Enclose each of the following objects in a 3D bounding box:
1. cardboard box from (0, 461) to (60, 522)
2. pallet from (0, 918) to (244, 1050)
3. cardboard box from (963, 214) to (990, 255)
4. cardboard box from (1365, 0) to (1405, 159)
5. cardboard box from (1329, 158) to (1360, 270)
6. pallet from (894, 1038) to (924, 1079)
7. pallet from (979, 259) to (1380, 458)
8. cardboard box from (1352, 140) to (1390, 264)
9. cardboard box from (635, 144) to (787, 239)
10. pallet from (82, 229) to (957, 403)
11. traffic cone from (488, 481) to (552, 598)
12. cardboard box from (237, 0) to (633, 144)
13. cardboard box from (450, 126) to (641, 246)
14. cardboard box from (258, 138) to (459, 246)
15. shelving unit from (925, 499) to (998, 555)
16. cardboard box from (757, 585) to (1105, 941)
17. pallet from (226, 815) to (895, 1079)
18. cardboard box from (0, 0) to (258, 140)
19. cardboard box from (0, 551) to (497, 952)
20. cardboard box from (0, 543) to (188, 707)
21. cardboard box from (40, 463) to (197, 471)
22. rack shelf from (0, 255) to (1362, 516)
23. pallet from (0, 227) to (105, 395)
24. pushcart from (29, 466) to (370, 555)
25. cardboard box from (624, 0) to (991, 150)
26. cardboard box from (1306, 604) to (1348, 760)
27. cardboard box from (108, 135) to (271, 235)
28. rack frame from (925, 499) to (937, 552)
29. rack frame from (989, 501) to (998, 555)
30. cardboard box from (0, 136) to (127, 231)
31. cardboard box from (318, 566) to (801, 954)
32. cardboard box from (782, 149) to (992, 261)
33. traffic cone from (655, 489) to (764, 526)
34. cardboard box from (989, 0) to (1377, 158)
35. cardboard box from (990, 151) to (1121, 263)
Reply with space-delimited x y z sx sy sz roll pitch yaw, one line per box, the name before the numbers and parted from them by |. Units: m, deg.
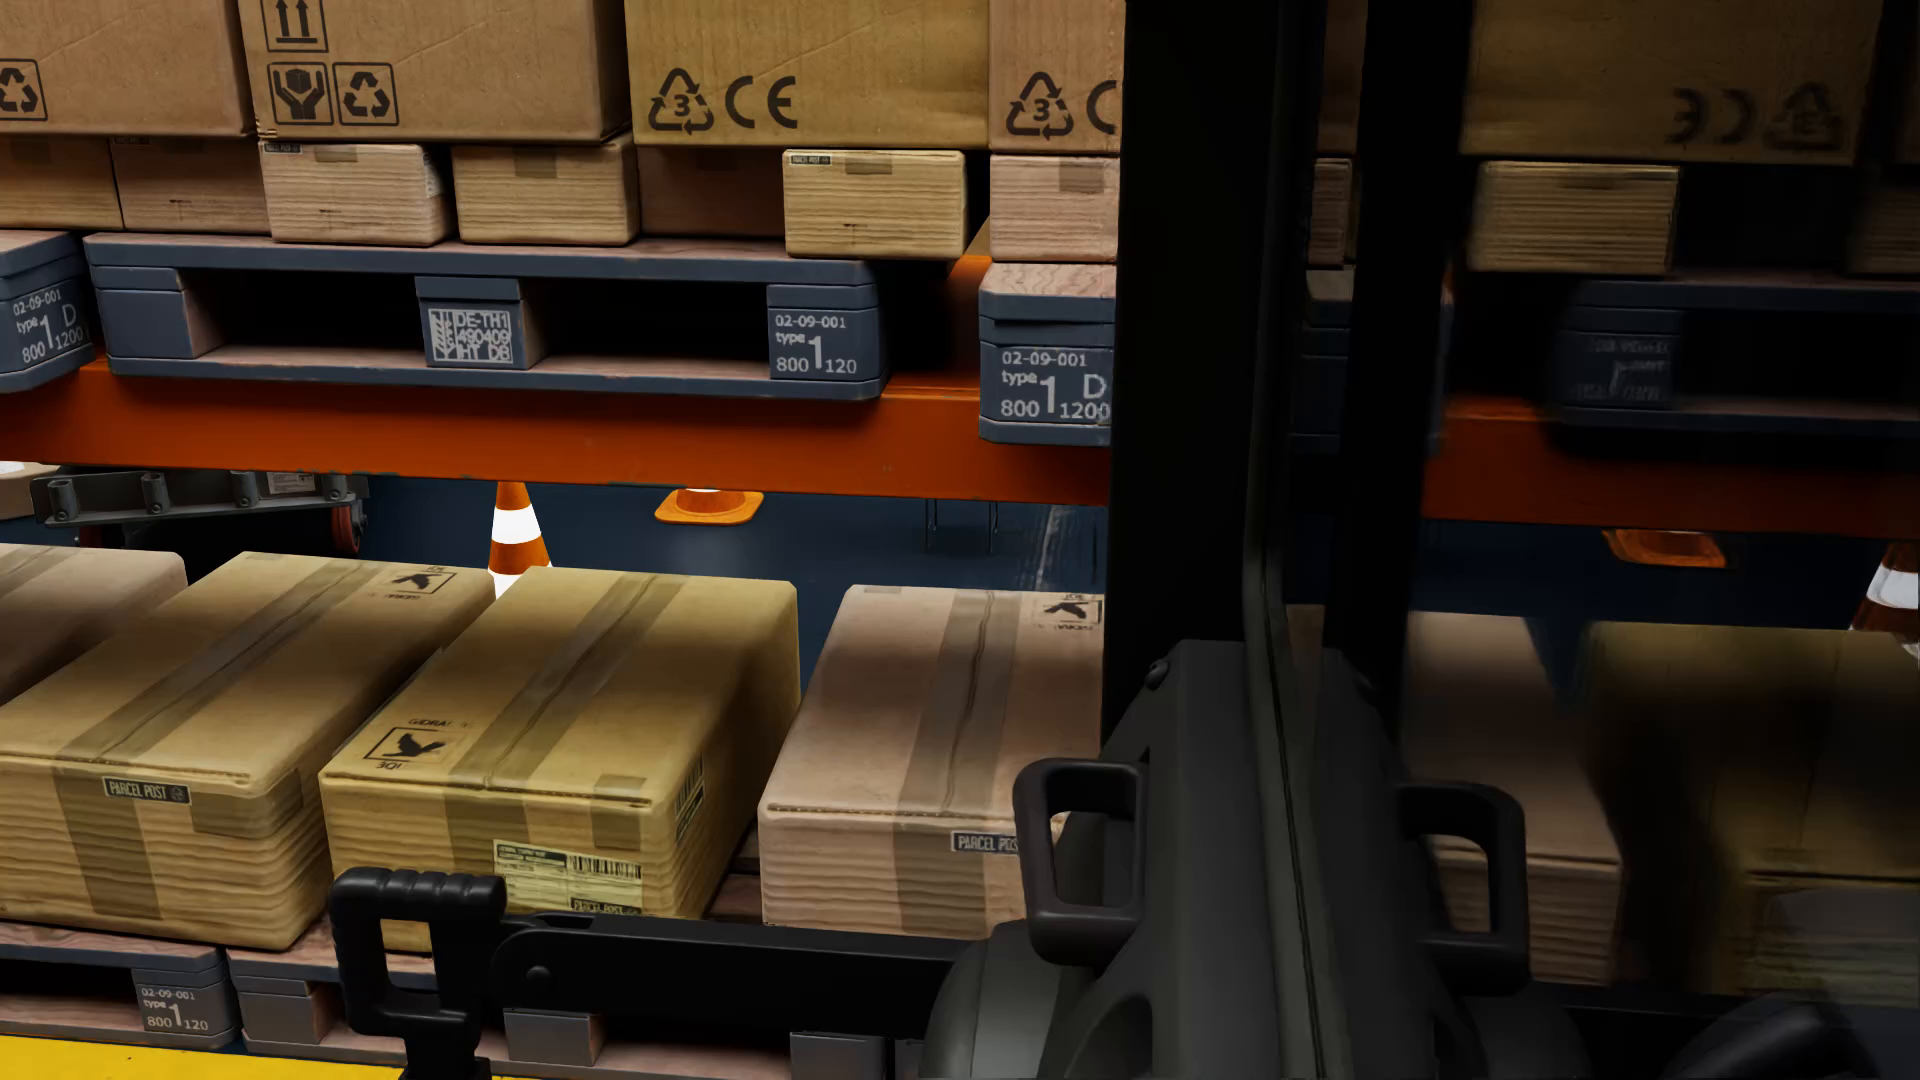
cardboard box | -3.218 -0.242 5.692 0.396 0.266 0.258 -14 25 -31
pallet | -1.888 0.635 3.547 1.213 0.211 1.003 2 22 6
cardboard box | 0.331 -1.578 7.841 0.750 0.750 1.050 3 22 7
cardboard box | 0.827 -0.820 2.323 0.500 0.500 0.500 2 22 5
cardboard box | 0.428 -0.508 2.416 0.250 0.149 0.380 2 22 6
pallet | 0.535 0.740 3.280 1.213 0.211 1.003 2 22 6
pallet | 0.591 -0.425 2.695 1.003 0.211 1.213 2 22 6
cardboard box | 0.683 -0.514 2.430 0.250 0.149 0.380 3 22 7
cardboard box | -0.331 -0.586 2.612 0.250 0.149 0.380 3 22 7
pallet | -0.660 -0.503 2.894 1.213 0.211 1.003 2 22 6
traffic cone | -1.265 0.027 4.741 0.334 0.463 0.336 2 22 6
cardboard box | -0.731 -0.884 2.484 0.500 0.500 0.500 2 22 4
cardboard box | -0.590 -0.567 2.564 0.250 0.149 0.380 2 22 5
cardboard box | -0.858 -0.568 2.566 0.250 0.149 0.380 3 22 8
shelving unit | 0.008 -0.418 5.273 0.210 0.900 0.258 2 22 6
cardboard box | 0.017 0.448 3.230 0.625 0.372 0.950 2 22 5
pallet | -0.673 0.687 3.416 1.213 0.211 1.003 2 22 6
cardboard box | -1.242 -0.902 2.530 0.500 0.500 0.500 2 22 6
cardboard box | -1.426 0.383 3.393 0.625 0.372 0.950 4 22 10
cardboard box | -2.140 0.354 3.469 0.625 0.372 0.950 3 22 7
cardboard box | -2.481 -0.536 5.085 0.500 0.500 0.500 2 22 6
rack shelf | -0.675 -0.274 3.031 4.000 0.370 1.077 2 22 6
pallet | -1.919 -0.520 2.935 1.213 0.211 1.003 2 22 6
pushcart | -2.442 -0.310 5.711 0.936 0.377 1.648 -5 22 -12
cardboard box | -0.189 -0.860 2.423 0.500 0.500 0.500 1 22 3
cardboard box | 0.751 0.477 3.157 0.625 0.372 0.950 1 22 3
cardboard box | -1.116 -0.598 2.643 0.250 0.149 0.380 3 22 7
rack frame | -0.093 -0.423 5.285 0.006 0.900 0.240 2 22 6
rack frame | 0.109 -0.414 5.262 0.006 0.900 0.240 2 22 6
cardboard box | -1.362 -0.609 2.672 0.250 0.149 0.380 3 22 7
cardboard box | -0.735 0.413 3.319 0.625 0.372 0.950 3 22 8
cardboard box | -0.096 -0.529 2.469 0.250 0.149 0.380 3 22 7
traffic cone | -0.859 -0.325 5.633 0.334 0.463 0.336 2 22 6
cardboard box | 0.312 -0.839 2.369 0.500 0.500 0.500 2 22 5
cardboard box | 0.179 -0.522 2.451 0.250 0.149 0.380 1 22 4
